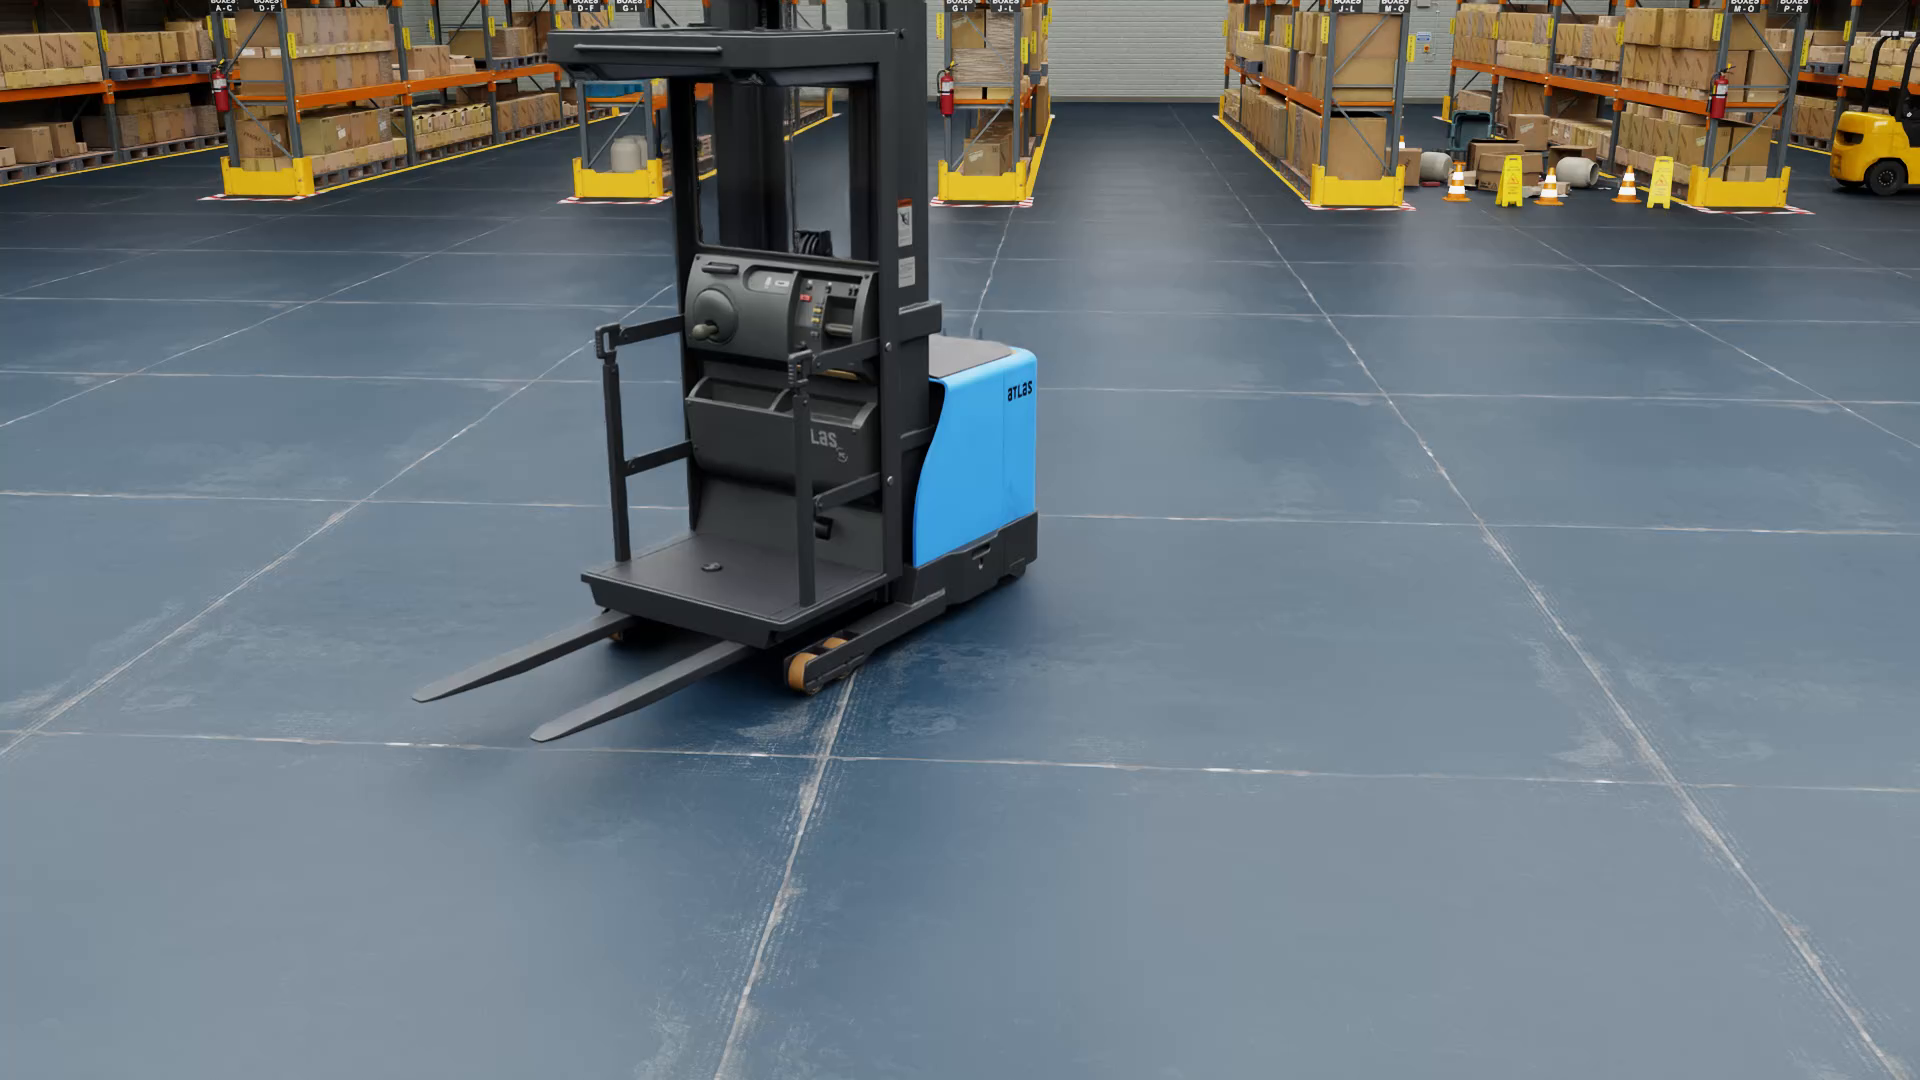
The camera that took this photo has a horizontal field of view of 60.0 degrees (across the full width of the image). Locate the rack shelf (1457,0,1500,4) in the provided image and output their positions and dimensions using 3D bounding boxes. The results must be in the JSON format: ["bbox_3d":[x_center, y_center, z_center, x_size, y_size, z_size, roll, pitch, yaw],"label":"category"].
[{"bbox_3d":[11.186,-11.233,34.224,1.077,0.370,4.000,1,18,4],"label":"rack shelf"}]

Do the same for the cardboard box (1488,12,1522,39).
[{"bbox_3d":[10.801,-10.203,32.978,0.500,0.500,0.500,1,18,3],"label":"cardboard box"}]

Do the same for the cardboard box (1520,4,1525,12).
[{"bbox_3d":[11.326,-10.531,32.937,0.380,0.149,0.250,2,18,5],"label":"cardboard box"}]

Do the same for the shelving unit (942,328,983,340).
[{"bbox_3d":[0.004,-0.516,8.310,0.215,1.050,0.252,1,18,4],"label":"shelving unit"}]

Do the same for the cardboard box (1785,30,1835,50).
[{"bbox_3d":[15.643,-9.115,30.590,0.700,0.500,0.500,1,18,4],"label":"cardboard box"}]

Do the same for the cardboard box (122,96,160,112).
[{"bbox_3d":[-14.139,-7.501,28.602,0.500,0.250,0.500,1,18,2],"label":"cardboard box"}]

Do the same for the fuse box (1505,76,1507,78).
[{"bbox_3d":[13.795,-11.817,41.740,0.539,1.711,0.414,1,18,4],"label":"fuse box"}]

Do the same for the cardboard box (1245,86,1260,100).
[{"bbox_3d":[5.746,-8.586,31.944,0.500,0.250,0.500,2,18,5],"label":"cardboard box"}]

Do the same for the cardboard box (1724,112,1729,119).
[{"bbox_3d":[15.968,-8.897,34.099,0.700,0.500,0.500,1,18,2],"label":"cardboard box"}]

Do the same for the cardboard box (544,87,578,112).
[{"bbox_3d":[-8.593,-9.578,36.138,0.797,0.503,0.637,1,18,4],"label":"cardboard box"}]

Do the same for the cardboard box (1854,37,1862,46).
[{"bbox_3d":[15.390,-8.439,28.159,0.380,0.149,0.250,2,18,6],"label":"cardboard box"}]

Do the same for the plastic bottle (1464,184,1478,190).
[{"bbox_3d":[7.226,-5.012,23.620,0.133,0.061,0.283,-5,19,-15],"label":"plastic bottle"}]

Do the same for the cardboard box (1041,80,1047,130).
[{"bbox_3d":[1.013,-8.187,31.330,1.225,0.875,0.875,1,18,4],"label":"cardboard box"}]

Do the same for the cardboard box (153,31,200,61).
[{"bbox_3d":[-13.987,-8.775,29.518,0.700,0.500,0.500,0,18,-1],"label":"cardboard box"}]

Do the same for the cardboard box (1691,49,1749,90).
[{"bbox_3d":[9.946,-6.164,21.780,0.500,0.500,0.500,1,18,3],"label":"cardboard box"}]

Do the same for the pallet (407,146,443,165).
[{"bbox_3d":[-9.282,-6.391,27.589,1.003,0.211,1.213,1,18,4],"label":"pallet"}]

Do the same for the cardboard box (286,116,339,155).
[{"bbox_3d":[-9.289,-5.811,23.876,0.500,0.500,0.500,1,18,4],"label":"cardboard box"}]

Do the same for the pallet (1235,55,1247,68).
[{"bbox_3d":[5.898,-9.282,32.240,1.003,0.211,1.213,1,18,4],"label":"pallet"}]

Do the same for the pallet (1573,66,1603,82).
[{"bbox_3d":[10.655,-7.579,27.043,1.003,0.211,1.213,1,18,4],"label":"pallet"}]

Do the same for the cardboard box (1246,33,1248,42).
[{"bbox_3d":[5.484,-9.292,30.736,0.380,0.149,0.250,2,18,7],"label":"cardboard box"}]

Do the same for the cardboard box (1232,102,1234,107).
[{"bbox_3d":[6.035,-9.355,35.582,0.380,0.149,0.250,0,18,1],"label":"cardboard box"}]

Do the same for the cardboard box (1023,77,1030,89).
[{"bbox_3d":[0.850,-6.838,24.877,0.380,0.149,0.250,1,18,4],"label":"cardboard box"}]

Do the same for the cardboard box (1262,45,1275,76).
[{"bbox_3d":[5.510,-8.279,28.711,0.500,0.500,0.500,1,18,5],"label":"cardboard box"}]

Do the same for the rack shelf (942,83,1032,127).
[{"bbox_3d":[0.441,-6.301,23.992,1.077,0.370,4.000,1,18,4],"label":"rack shelf"}]

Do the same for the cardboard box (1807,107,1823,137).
[{"bbox_3d":[15.569,-7.479,29.770,0.500,0.500,0.500,1,18,3],"label":"cardboard box"}]

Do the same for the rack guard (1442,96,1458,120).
[{"bbox_3d":[11.331,-9.590,36.887,1.175,0.500,0.348,1,18,4],"label":"rack guard"}]

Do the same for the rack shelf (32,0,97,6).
[{"bbox_3d":[-14.381,-8.059,24.537,1.077,0.370,4.000,1,18,4],"label":"rack shelf"}]

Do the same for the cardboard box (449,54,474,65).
[{"bbox_3d":[-9.079,-8.575,29.918,0.500,0.311,0.500,2,18,7],"label":"cardboard box"}]

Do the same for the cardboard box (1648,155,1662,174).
[{"bbox_3d":[10.049,-5.274,23.443,0.500,0.250,0.500,1,18,2],"label":"cardboard box"}]

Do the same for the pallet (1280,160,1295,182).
[{"bbox_3d":[5.392,-5.563,25.061,1.003,0.211,1.213,1,18,4],"label":"pallet"}]

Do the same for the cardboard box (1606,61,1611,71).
[{"bbox_3d":[10.267,-7.371,25.830,0.380,0.149,0.250,1,18,2],"label":"cardboard box"}]

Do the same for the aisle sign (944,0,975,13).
[{"bbox_3d":[-0.006,-7.245,21.541,0.394,0.787,0.004,1,18,4],"label":"aisle sign"}]

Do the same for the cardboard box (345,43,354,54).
[{"bbox_3d":[-9.210,-7.276,24.610,0.380,0.149,0.250,2,18,6],"label":"cardboard box"}]

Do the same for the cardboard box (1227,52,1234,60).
[{"bbox_3d":[5.985,-10.474,35.975,0.380,0.149,0.250,1,18,2],"label":"cardboard box"}]

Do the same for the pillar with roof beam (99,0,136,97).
[{"bbox_3d":[-10.613,-11.209,28.179,9.100,9.000,0.400,1,18,4],"label":"pillar with roof beam"}]

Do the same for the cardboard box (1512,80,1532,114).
[{"bbox_3d":[11.021,-8.243,31.499,0.875,0.875,0.875,2,18,6],"label":"cardboard box"}]

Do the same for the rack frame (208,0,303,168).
[{"bbox_3d":[-9.583,-6.244,22.663,1.000,3.000,0.127,1,18,4],"label":"rack frame"}]

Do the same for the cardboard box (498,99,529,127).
[{"bbox_3d":[-8.619,-8.204,31.950,0.500,0.500,0.500,1,18,3],"label":"cardboard box"}]

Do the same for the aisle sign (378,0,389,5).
[{"bbox_3d":[-13.073,-12.574,37.805,0.394,0.787,0.004,1,18,4],"label":"aisle sign"}]

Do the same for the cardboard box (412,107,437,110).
[{"bbox_3d":[-9.408,-7.411,29.063,0.500,0.311,0.500,1,18,2],"label":"cardboard box"}]

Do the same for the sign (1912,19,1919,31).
[{"bbox_3d":[16.261,-8.715,28.342,0.100,0.325,0.005,1,18,4],"label":"sign"}]

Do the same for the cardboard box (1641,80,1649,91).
[{"bbox_3d":[10.119,-6.594,24.134,0.380,0.149,0.250,2,18,6],"label":"cardboard box"}]

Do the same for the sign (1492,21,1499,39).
[{"bbox_3d":[10.489,-9.989,32.572,0.100,0.325,0.005,1,18,4],"label":"sign"}]

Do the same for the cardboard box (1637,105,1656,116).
[{"bbox_3d":[10.054,-6.226,24.103,0.380,0.149,0.250,2,18,6],"label":"cardboard box"}]

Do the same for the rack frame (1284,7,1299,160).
[{"bbox_3d":[5.524,-7.122,25.342,1.000,3.000,0.127,1,18,4],"label":"rack frame"}]

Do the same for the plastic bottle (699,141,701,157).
[{"bbox_3d":[-4.114,-6.119,25.827,0.144,0.351,0.185,1,18,2],"label":"plastic bottle"}]

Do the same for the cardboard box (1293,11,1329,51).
[{"bbox_3d":[5.464,-7.593,24.803,0.875,0.550,0.550,1,18,4],"label":"cardboard box"}]

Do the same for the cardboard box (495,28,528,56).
[{"bbox_3d":[-8.788,-9.668,32.277,0.700,0.500,0.500,-3,18,-10],"label":"cardboard box"}]

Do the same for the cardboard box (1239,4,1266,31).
[{"bbox_3d":[5.862,-10.423,33.171,0.500,0.500,0.500,1,18,2],"label":"cardboard box"}]

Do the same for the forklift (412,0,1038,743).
[{"bbox_3d":[-0.862,-0.949,6.613,1.130,2.935,3.031,12,21,32],"label":"forklift"}]

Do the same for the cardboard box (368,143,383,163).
[{"bbox_3d":[-9.178,-5.920,25.414,0.500,0.250,0.500,1,18,4],"label":"cardboard box"}]

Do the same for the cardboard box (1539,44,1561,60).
[{"bbox_3d":[10.537,-8.608,29.314,0.500,0.250,0.500,1,18,4],"label":"cardboard box"}]
